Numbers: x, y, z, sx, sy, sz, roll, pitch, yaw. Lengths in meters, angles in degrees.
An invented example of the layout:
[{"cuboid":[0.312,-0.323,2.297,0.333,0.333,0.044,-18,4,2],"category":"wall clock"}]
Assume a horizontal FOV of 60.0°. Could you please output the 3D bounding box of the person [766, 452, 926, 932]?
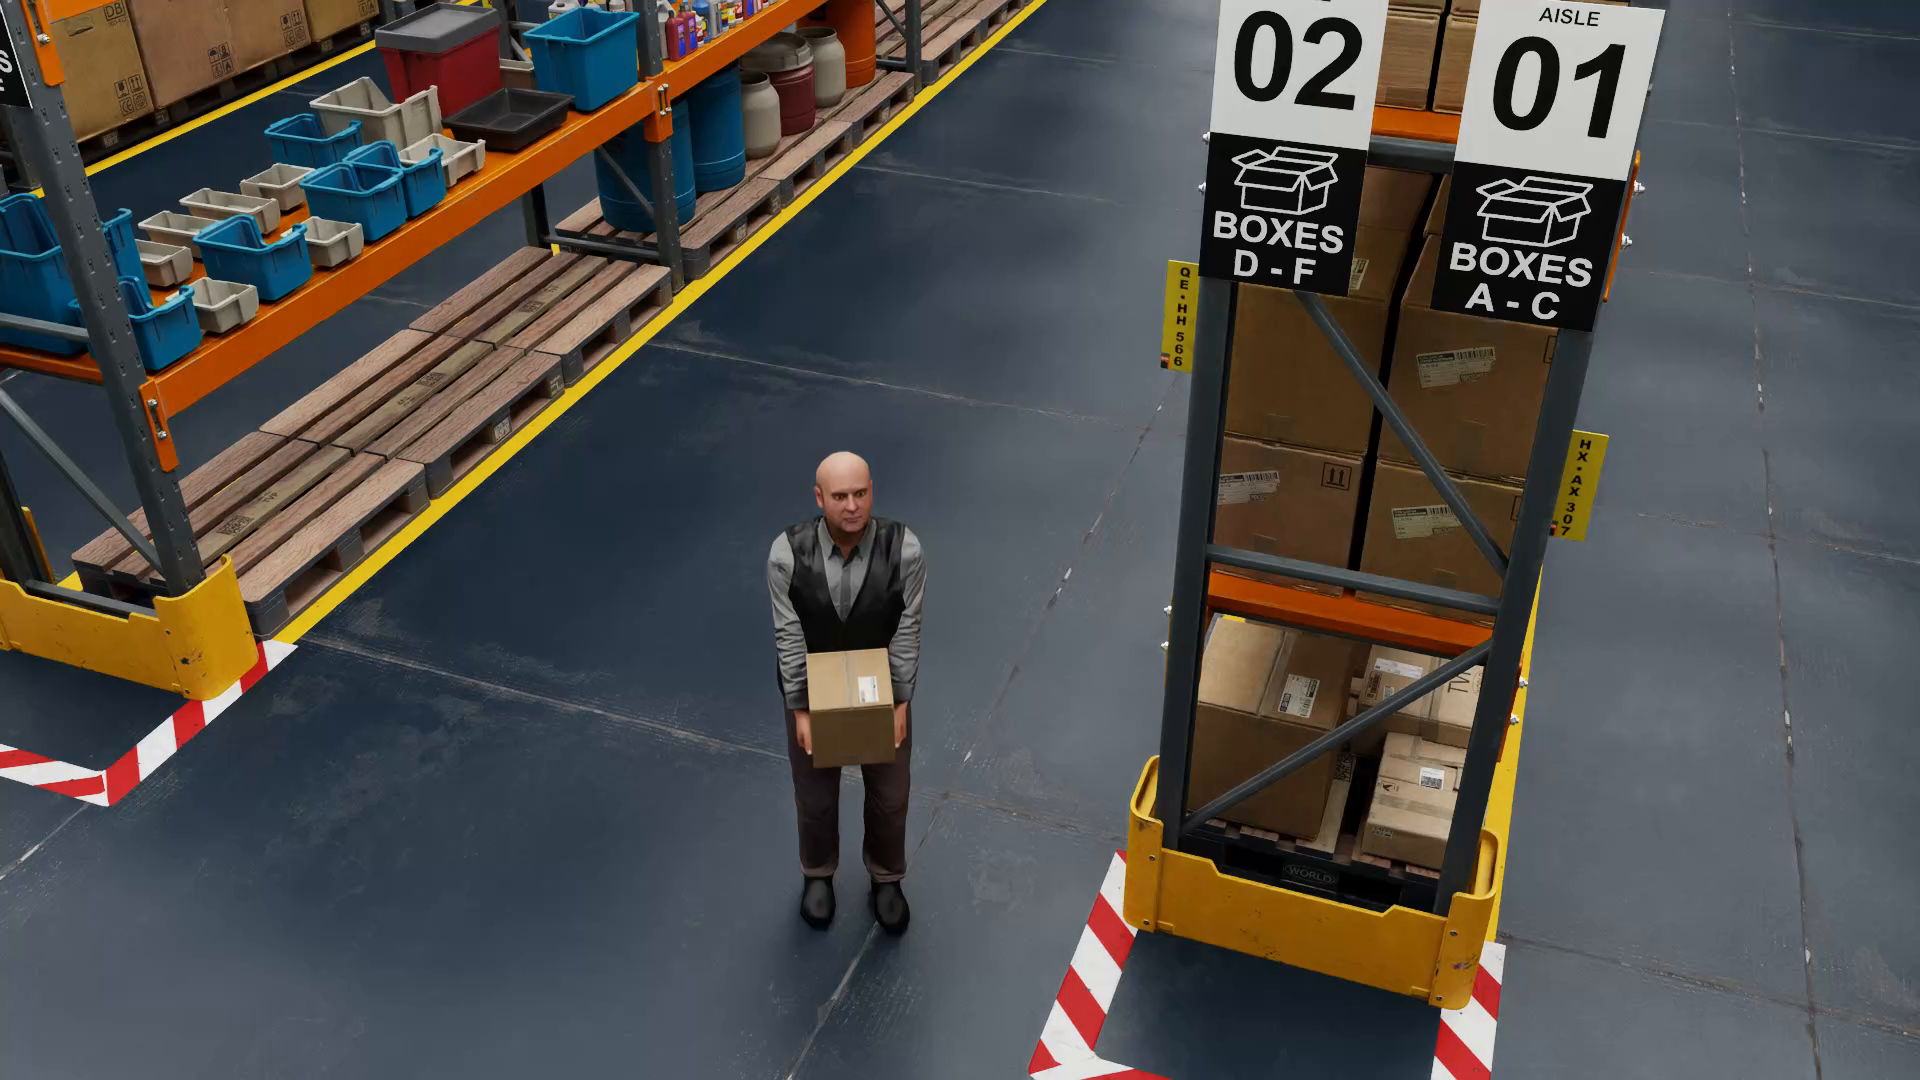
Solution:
[{"cuboid":[-0.338,0.553,5.323,0.494,1.709,0.543,-4,33,-6],"category":"person"}]
